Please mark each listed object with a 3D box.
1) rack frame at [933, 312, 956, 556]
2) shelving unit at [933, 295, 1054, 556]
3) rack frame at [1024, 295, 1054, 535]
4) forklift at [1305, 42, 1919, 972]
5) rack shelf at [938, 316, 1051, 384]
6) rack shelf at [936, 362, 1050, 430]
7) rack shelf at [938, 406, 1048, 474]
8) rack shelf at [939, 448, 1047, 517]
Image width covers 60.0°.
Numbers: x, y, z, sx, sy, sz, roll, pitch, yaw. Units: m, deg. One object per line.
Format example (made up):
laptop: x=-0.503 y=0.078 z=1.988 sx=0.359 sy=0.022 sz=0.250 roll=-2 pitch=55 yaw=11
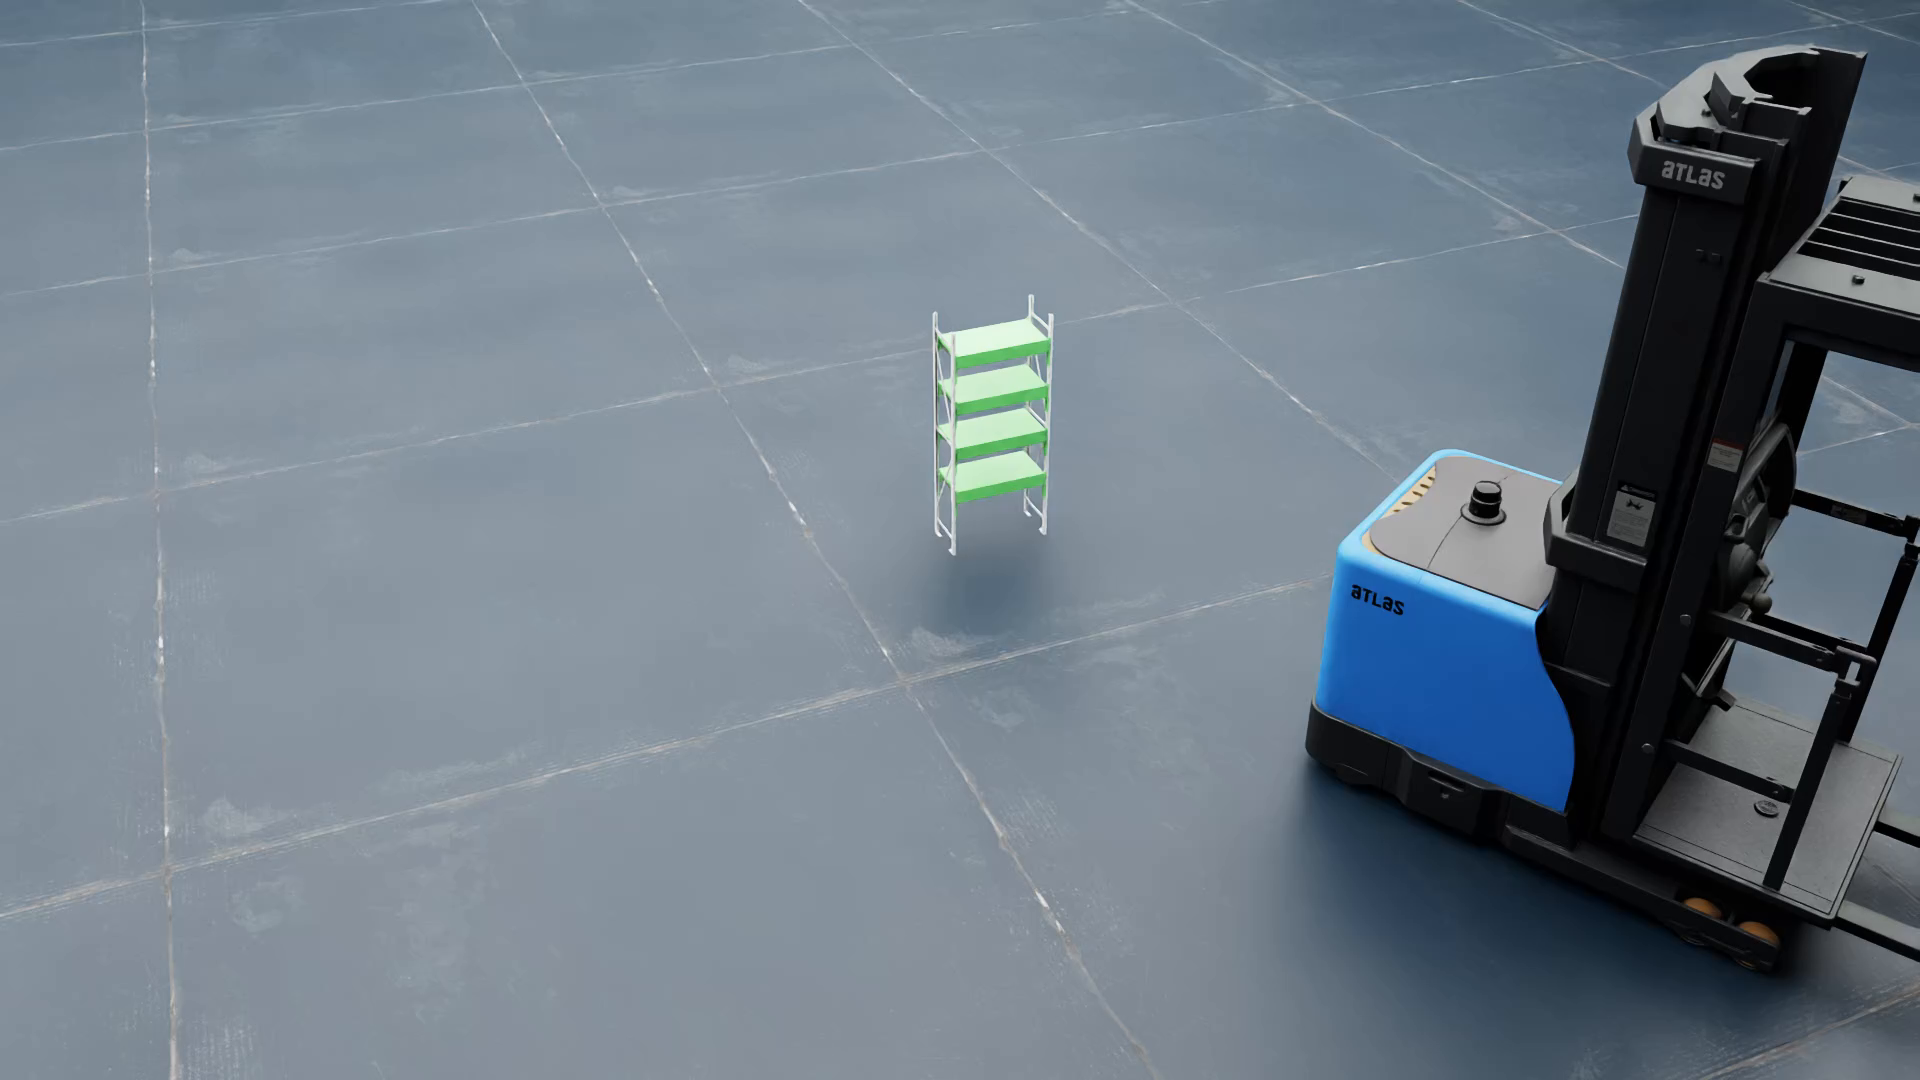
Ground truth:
rack frame: x=-0.072 y=-0.486 z=7.897 sx=0.015 sy=1.200 sz=0.240 roll=-13 pitch=35 yaw=-19
shelving unit: x=0.153 y=-0.538 z=7.976 sx=0.503 sy=1.200 sz=0.258 roll=-13 pitch=35 yaw=-19
rack frame: x=0.378 y=-0.589 z=8.056 sx=0.015 sy=1.200 sz=0.240 roll=-13 pitch=35 yaw=-19
forklift: x=2.895 y=-0.034 z=5.615 sx=3.031 sy=2.935 sz=1.130 roll=22 pitch=39 yaw=30
rack shelf: x=0.153 y=-0.887 z=7.750 sx=0.480 sy=0.148 sz=0.258 roll=-13 pitch=35 yaw=-19
rack shelf: x=0.153 y=-0.685 z=7.880 sx=0.480 sy=0.148 sz=0.258 roll=-13 pitch=35 yaw=-19
rack shelf: x=0.153 y=-0.484 z=8.011 sx=0.480 sy=0.148 sz=0.258 roll=-13 pitch=35 yaw=-19
rack shelf: x=0.153 y=-0.283 z=8.142 sx=0.480 sy=0.148 sz=0.258 roll=-13 pitch=35 yaw=-19
